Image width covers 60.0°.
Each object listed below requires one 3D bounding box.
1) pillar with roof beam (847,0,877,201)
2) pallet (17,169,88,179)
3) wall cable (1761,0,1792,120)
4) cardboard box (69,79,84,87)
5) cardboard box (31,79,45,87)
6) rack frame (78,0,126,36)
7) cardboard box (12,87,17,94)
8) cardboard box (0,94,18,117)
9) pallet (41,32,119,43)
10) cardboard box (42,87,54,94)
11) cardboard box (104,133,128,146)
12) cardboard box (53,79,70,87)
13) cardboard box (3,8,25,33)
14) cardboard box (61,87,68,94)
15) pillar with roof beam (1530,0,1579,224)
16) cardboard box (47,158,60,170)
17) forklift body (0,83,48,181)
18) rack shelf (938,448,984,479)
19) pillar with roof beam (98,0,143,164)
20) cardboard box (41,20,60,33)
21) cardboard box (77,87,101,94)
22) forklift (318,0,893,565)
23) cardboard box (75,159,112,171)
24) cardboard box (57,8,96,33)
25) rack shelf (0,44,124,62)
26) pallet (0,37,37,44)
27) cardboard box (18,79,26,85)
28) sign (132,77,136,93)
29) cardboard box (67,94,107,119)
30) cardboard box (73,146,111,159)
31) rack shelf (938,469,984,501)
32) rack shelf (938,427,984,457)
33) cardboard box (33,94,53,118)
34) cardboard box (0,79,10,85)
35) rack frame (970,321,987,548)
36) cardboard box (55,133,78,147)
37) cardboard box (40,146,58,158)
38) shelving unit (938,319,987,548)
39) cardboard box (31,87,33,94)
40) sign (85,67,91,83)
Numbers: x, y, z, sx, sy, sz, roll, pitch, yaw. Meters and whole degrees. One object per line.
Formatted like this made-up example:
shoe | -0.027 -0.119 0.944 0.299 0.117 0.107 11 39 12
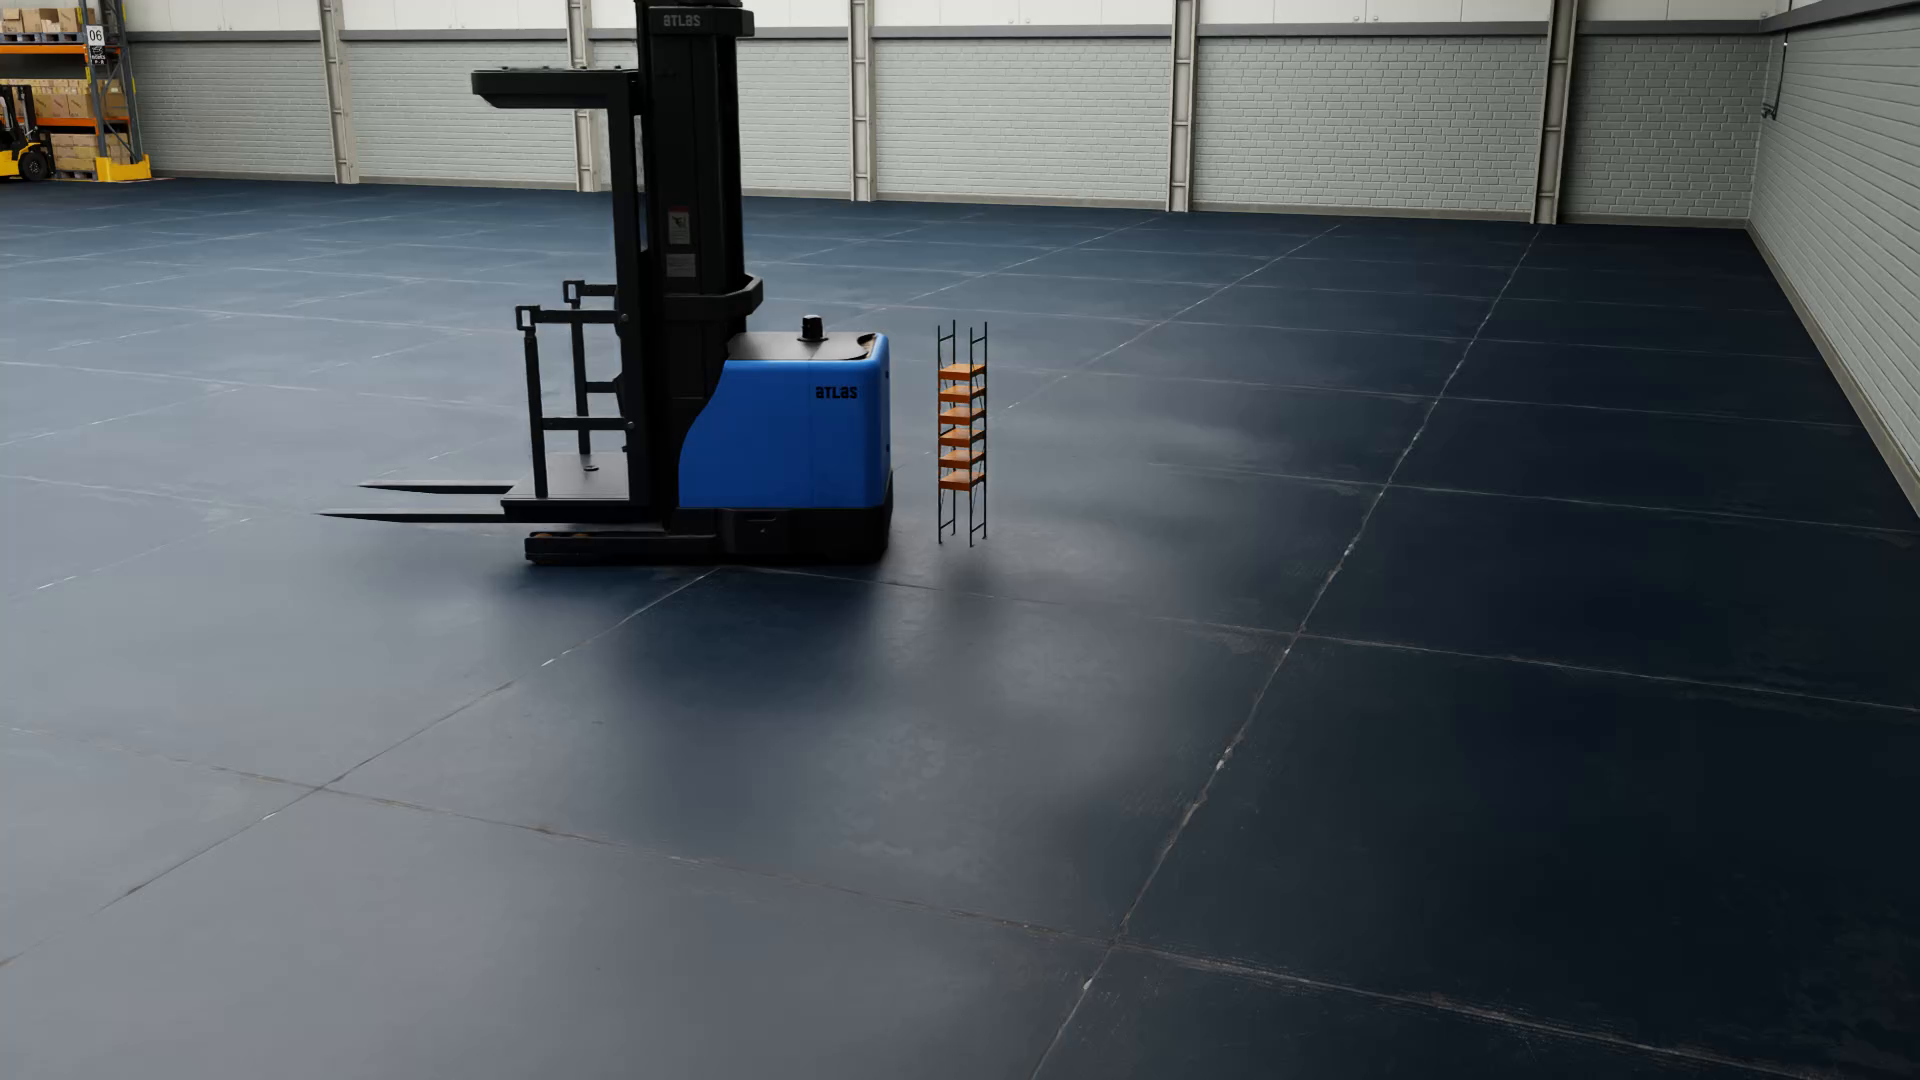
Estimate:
pillar with roof beam | -3.364 -9.527 25.851 0.400 9.000 9.100 6 17 21
pallet | -20.070 -8.153 36.878 1.213 0.211 1.003 6 17 21
wall cable | 11.634 -7.281 23.682 0.112 2.526 3.097 6 17 21
cardboard box | -18.863 -9.801 35.677 0.250 0.149 0.380 6 17 21
cardboard box | -19.847 -9.888 35.978 0.250 0.149 0.380 7 17 22
rack frame | -18.212 -12.180 34.989 0.127 3.000 1.000 6 17 21
cardboard box | -20.553 -9.829 36.307 0.250 0.149 0.380 6 17 19
cardboard box | -20.654 -9.543 36.485 0.500 0.500 0.500 6 17 20
pallet | -18.860 -10.776 35.692 1.213 0.211 1.003 6 17 21
cardboard box | -19.597 -9.726 35.952 0.250 0.149 0.380 6 17 19
cardboard box | -18.590 -8.759 36.349 0.500 0.250 0.500 6 17 20
cardboard box | -19.321 -9.865 35.899 0.250 0.149 0.380 6 17 21
cardboard box | -20.160 -11.222 35.949 0.637 0.503 0.797 7 18 22
cardboard box | -19.105 -9.682 35.803 0.250 0.149 0.380 7 17 22
pillar with roof beam | 7.799 -8.300 21.623 0.400 9.000 9.100 6 17 21
cardboard box | -19.686 -8.253 36.402 0.500 0.250 0.500 6 17 21
forklift body | -20.645 -8.612 34.982 1.214 2.155 2.313 6 17 21
rack shelf | 0.013 -0.417 9.047 0.180 0.103 0.258 6 17 21
pillar with roof beam | -20.109 -11.369 32.194 0.400 9.000 9.100 6 17 21
cardboard box | -19.330 -10.957 35.464 0.258 0.266 0.396 6 17 21
cardboard box | -18.637 -9.622 35.593 0.250 0.149 0.380 7 17 21
forklift | -1.905 -1.422 8.814 3.031 2.935 1.130 0 16 1
cardboard box | -18.765 -8.147 36.034 0.500 0.250 0.500 6 17 21
cardboard box | -18.713 -11.020 35.259 0.500 0.500 0.500 7 18 22
rack shelf | -20.073 -10.599 36.212 4.000 0.370 1.077 6 17 21
pallet | -21.130 -11.026 36.552 1.213 0.211 1.003 6 17 21
cardboard box | -20.280 -9.969 36.257 0.250 0.149 0.380 6 17 21
sign | -18.003 -9.896 36.187 0.005 0.325 0.100 6 17 21
cardboard box | -18.766 -9.329 35.750 0.500 0.500 0.500 6 17 19
cardboard box | -18.780 -8.389 35.973 0.500 0.250 0.500 6 17 20
rack shelf | 0.013 -0.302 9.081 0.180 0.103 0.258 6 17 21
rack shelf | 0.013 -0.532 9.014 0.180 0.103 0.258 6 17 21
cardboard box | -19.722 -9.437 36.122 0.500 0.500 0.500 6 17 20
cardboard box | -20.775 -10.002 36.369 0.250 0.149 0.380 6 17 20
rack frame | 0.099 -0.565 8.969 0.006 1.200 0.240 6 17 21
cardboard box | -19.232 -8.678 36.069 0.500 0.250 0.500 7 17 22
cardboard box | -19.730 -8.491 36.322 0.500 0.250 0.500 6 17 19
shelving unit | 0.013 -0.575 9.001 0.189 1.200 0.258 6 17 21
cardboard box | -20.039 -9.795 36.192 0.250 0.149 0.380 6 17 20
sign | -18.424 -9.830 35.151 0.005 0.325 0.100 6 17 21
